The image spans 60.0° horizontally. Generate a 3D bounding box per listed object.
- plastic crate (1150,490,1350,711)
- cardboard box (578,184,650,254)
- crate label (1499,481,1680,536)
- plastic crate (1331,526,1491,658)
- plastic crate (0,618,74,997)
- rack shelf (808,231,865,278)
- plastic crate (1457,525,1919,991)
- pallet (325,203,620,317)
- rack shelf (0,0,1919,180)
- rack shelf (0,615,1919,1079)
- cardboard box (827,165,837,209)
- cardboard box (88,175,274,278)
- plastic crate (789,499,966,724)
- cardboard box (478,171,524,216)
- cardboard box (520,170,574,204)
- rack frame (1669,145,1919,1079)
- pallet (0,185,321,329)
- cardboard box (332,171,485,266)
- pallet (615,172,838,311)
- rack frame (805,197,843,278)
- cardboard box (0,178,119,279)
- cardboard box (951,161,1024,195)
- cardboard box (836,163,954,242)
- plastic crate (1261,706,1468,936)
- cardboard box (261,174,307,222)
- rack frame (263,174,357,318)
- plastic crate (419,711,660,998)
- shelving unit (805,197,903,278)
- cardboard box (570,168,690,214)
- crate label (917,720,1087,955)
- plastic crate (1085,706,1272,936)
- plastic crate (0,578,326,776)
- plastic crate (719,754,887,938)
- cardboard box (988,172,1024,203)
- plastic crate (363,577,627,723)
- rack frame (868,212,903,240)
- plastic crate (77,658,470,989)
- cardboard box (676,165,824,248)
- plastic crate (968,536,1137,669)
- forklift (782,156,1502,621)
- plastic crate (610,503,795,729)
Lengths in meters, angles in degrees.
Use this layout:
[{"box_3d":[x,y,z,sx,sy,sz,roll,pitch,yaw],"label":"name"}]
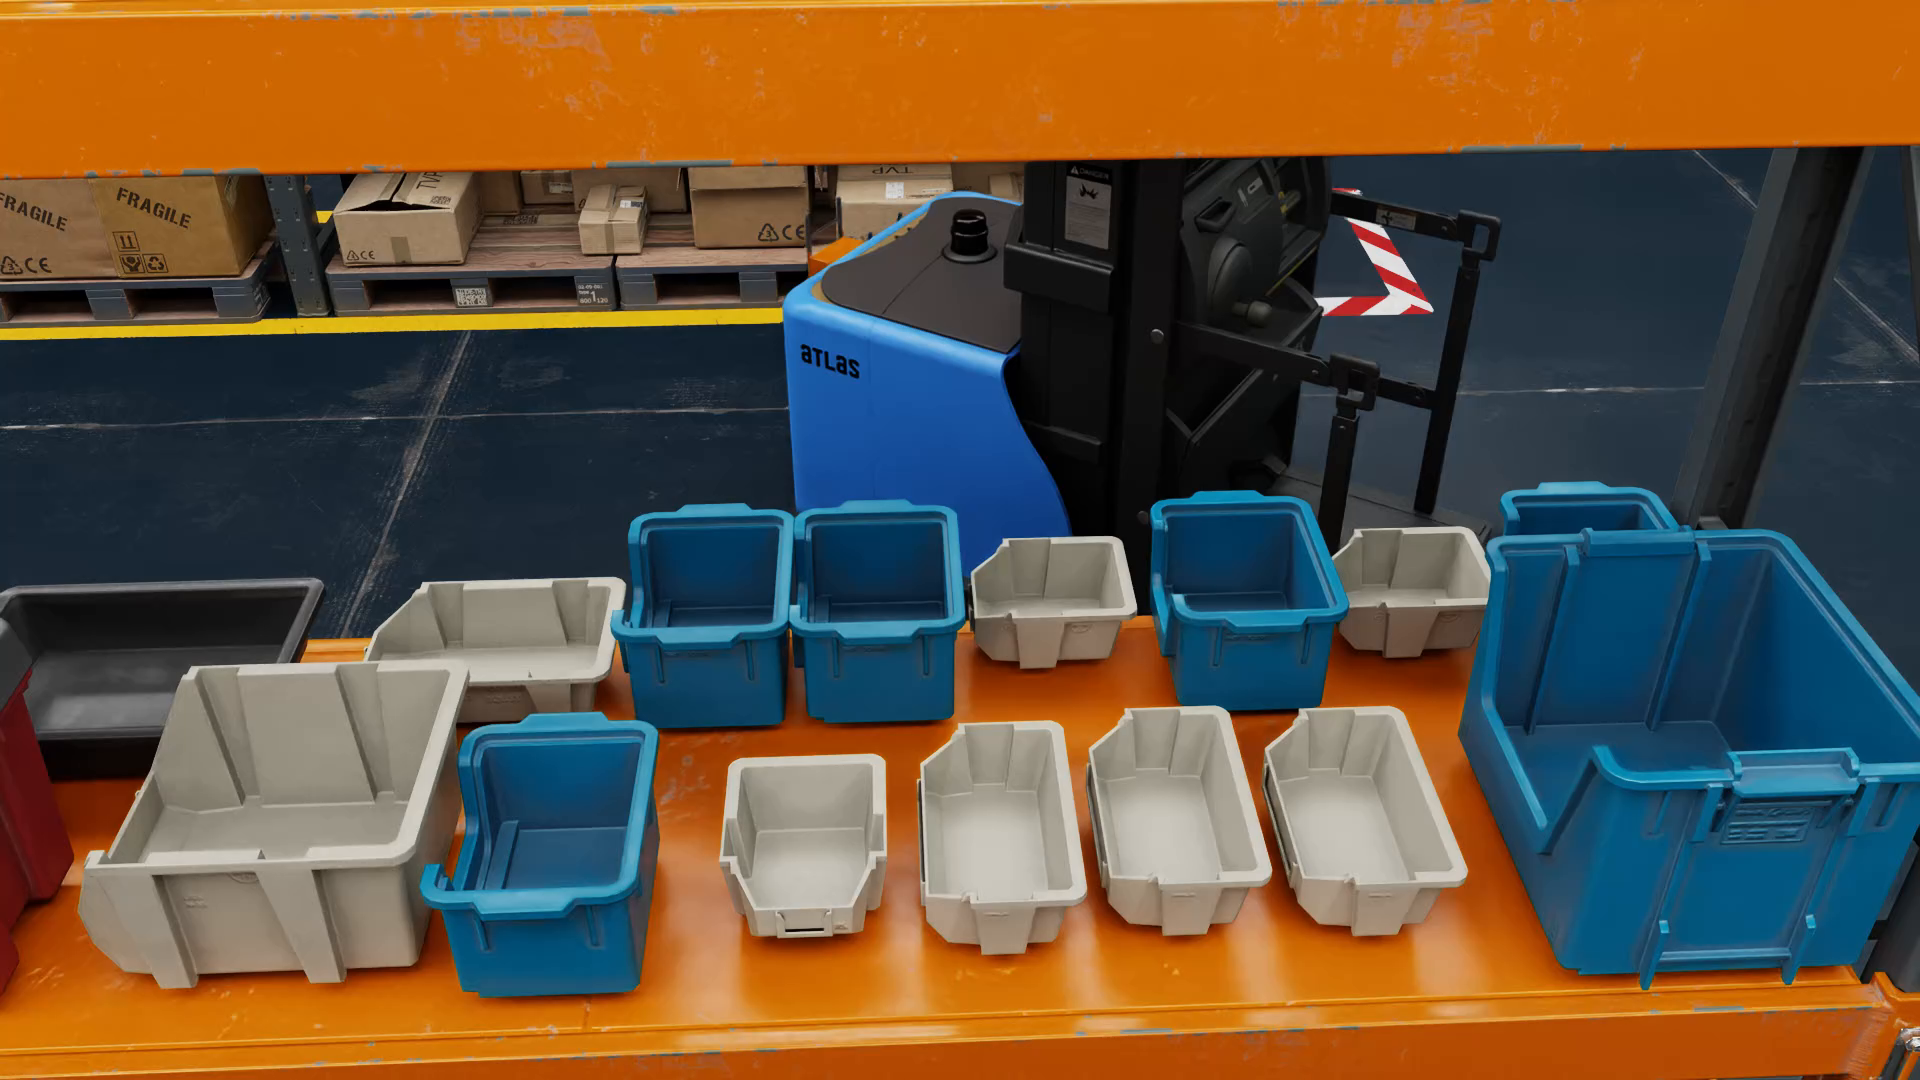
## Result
[{"box_3d":[0.510,0.121,3.034,0.300,0.233,0.416,-2,35,-2],"label":"plastic crate"},{"box_3d":[-1.503,-1.402,7.243,0.250,0.166,0.380,-2,35,-2],"label":"cardboard box"},{"box_3d":[1.168,0.103,3.060,0.303,0.233,0.416,-2,35,-2],"label":"crate label"},{"box_3d":[0.844,0.104,3.142,0.298,0.136,0.250,-2,35,-2],"label":"plastic crate"},{"box_3d":[-1.662,0.415,2.406,0.583,0.464,0.402,-2,35,-2],"label":"plastic crate"},{"box_3d":[-0.347,-0.857,5.585,0.240,0.259,0.215,19,39,25],"label":"rack shelf"},{"box_3d":[1.104,0.315,2.575,0.499,0.435,0.616,-2,35,-2],"label":"plastic crate"},{"box_3d":[-2.110,-1.340,7.501,1.213,0.211,1.003,-2,35,-2],"label":"pallet"},{"box_3d":[-0.568,-0.644,2.041,4.000,0.370,1.077,-2,35,-2],"label":"rack shelf"},{"box_3d":[-0.568,0.589,2.895,4.000,0.370,1.077,-2,35,-2],"label":"rack shelf"},{"box_3d":[-0.356,-1.746,7.667,0.500,0.250,0.500,-2,35,-2],"label":"cardboard box"},{"box_3d":[-3.276,-1.445,7.013,0.500,0.500,0.500,-2,35,-2],"label":"cardboard box"},{"box_3d":[-0.147,0.139,3.008,0.300,0.233,0.416,-2,35,-2],"label":"plastic crate"},{"box_3d":[-2.241,-1.798,7.522,0.500,0.500,0.500,-2,35,-2],"label":"cardboard box"},{"box_3d":[-1.869,-1.698,7.686,0.250,0.149,0.380,-2,35,-2],"label":"cardboard box"},{"box_3d":[1.430,0.239,2.768,0.127,3.000,1.000,-2,35,-2],"label":"rack frame"},{"box_3d":[-3.607,-1.278,7.412,1.213,0.211,1.003,-2,35,-2],"label":"pallet"},{"box_3d":[-2.367,-1.432,7.160,0.500,0.311,0.500,-2,35,-2],"label":"cardboard box"},{"box_3d":[-0.889,-1.374,7.551,1.213,0.211,1.003,-2,35,-2],"label":"pallet"},{"box_3d":[-0.452,-0.667,5.791,0.008,1.050,0.200,19,39,25],"label":"rack frame"},{"box_3d":[-3.770,-1.437,7.000,0.500,0.500,0.500,-1,35,-2],"label":"cardboard box"},{"box_3d":[0.143,-1.760,7.687,0.500,0.250,0.500,-2,35,-2],"label":"cardboard box"},{"box_3d":[-0.283,-1.463,7.258,0.500,0.250,0.500,-2,35,-2],"label":"cardboard box"},{"box_3d":[0.624,0.448,2.646,0.243,0.136,0.396,-2,35,-2],"label":"plastic crate"},{"box_3d":[-3.291,-1.747,7.449,0.500,0.500,0.500,-3,35,-4],"label":"cardboard box"},{"box_3d":[-2.796,-2.469,6.681,0.127,3.000,1.000,-2,35,-2],"label":"rack frame"},{"box_3d":[-0.609,0.485,2.508,0.300,0.233,0.416,-2,35,-2],"label":"plastic crate"},{"box_3d":[-0.347,-0.632,5.740,0.252,1.050,0.215,19,39,25],"label":"shelving unit"},{"box_3d":[-1.491,-1.741,7.605,0.500,0.311,0.500,-2,35,-2],"label":"cardboard box"},{"box_3d":[0.057,0.469,2.615,0.243,0.136,0.396,-2,35,-2],"label":"crate label"},{"box_3d":[0.334,0.448,2.646,0.243,0.136,0.396,-2,35,-2],"label":"plastic crate"},{"box_3d":[-1.460,0.253,2.938,0.590,0.125,0.437,-2,35,-2],"label":"plastic crate"},{"box_3d":[-0.238,0.488,2.589,0.250,0.136,0.298,-2,35,-2],"label":"plastic crate"},{"box_3d":[0.259,-1.478,7.353,0.250,0.166,0.380,-2,35,-2],"label":"cardboard box"},{"box_3d":[-0.840,0.213,2.985,0.466,0.136,0.293,-2,35,-2],"label":"plastic crate"},{"box_3d":[-0.242,-0.596,5.689,0.008,1.050,0.200,19,39,25],"label":"rack frame"},{"box_3d":[-1.031,0.435,2.537,0.530,0.282,0.437,-2,35,-2],"label":"plastic crate"},{"box_3d":[-0.920,-1.677,7.344,0.637,0.503,0.797,-2,35,-2],"label":"cardboard box"},{"box_3d":[0.166,0.123,3.116,0.298,0.136,0.250,-2,35,-2],"label":"plastic crate"},{"box_3d":[0.980,-0.842,4.390,3.031,2.935,1.130,19,39,25],"label":"forklift"},{"box_3d":[-0.447,0.147,2.997,0.300,0.233,0.416,-2,35,-2],"label":"plastic crate"}]
